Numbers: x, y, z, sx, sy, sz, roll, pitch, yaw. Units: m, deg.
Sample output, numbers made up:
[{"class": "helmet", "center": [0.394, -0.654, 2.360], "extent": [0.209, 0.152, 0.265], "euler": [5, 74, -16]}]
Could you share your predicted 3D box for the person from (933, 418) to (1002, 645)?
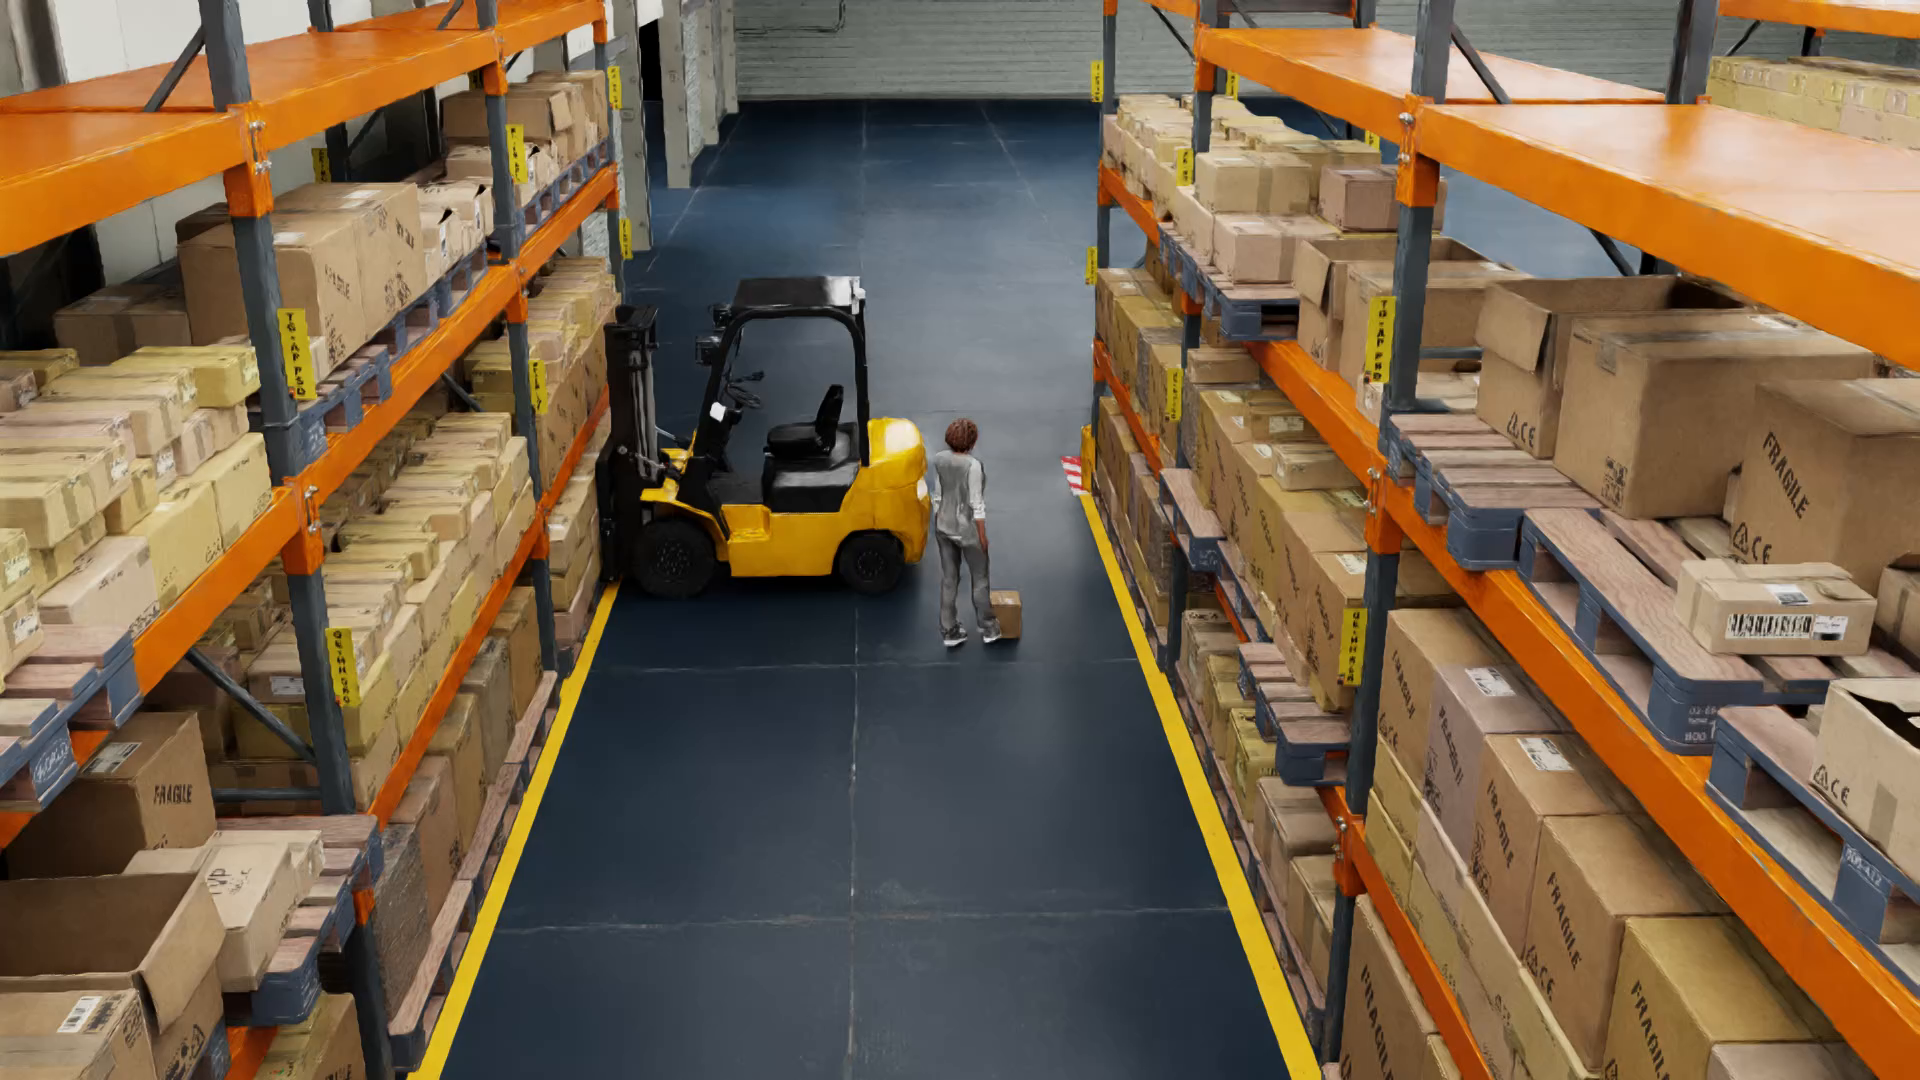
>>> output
[{"class": "person", "center": [0.049, -0.068, 11.247], "extent": [0.422, 1.602, 0.503], "euler": [16, 26, 36]}]
